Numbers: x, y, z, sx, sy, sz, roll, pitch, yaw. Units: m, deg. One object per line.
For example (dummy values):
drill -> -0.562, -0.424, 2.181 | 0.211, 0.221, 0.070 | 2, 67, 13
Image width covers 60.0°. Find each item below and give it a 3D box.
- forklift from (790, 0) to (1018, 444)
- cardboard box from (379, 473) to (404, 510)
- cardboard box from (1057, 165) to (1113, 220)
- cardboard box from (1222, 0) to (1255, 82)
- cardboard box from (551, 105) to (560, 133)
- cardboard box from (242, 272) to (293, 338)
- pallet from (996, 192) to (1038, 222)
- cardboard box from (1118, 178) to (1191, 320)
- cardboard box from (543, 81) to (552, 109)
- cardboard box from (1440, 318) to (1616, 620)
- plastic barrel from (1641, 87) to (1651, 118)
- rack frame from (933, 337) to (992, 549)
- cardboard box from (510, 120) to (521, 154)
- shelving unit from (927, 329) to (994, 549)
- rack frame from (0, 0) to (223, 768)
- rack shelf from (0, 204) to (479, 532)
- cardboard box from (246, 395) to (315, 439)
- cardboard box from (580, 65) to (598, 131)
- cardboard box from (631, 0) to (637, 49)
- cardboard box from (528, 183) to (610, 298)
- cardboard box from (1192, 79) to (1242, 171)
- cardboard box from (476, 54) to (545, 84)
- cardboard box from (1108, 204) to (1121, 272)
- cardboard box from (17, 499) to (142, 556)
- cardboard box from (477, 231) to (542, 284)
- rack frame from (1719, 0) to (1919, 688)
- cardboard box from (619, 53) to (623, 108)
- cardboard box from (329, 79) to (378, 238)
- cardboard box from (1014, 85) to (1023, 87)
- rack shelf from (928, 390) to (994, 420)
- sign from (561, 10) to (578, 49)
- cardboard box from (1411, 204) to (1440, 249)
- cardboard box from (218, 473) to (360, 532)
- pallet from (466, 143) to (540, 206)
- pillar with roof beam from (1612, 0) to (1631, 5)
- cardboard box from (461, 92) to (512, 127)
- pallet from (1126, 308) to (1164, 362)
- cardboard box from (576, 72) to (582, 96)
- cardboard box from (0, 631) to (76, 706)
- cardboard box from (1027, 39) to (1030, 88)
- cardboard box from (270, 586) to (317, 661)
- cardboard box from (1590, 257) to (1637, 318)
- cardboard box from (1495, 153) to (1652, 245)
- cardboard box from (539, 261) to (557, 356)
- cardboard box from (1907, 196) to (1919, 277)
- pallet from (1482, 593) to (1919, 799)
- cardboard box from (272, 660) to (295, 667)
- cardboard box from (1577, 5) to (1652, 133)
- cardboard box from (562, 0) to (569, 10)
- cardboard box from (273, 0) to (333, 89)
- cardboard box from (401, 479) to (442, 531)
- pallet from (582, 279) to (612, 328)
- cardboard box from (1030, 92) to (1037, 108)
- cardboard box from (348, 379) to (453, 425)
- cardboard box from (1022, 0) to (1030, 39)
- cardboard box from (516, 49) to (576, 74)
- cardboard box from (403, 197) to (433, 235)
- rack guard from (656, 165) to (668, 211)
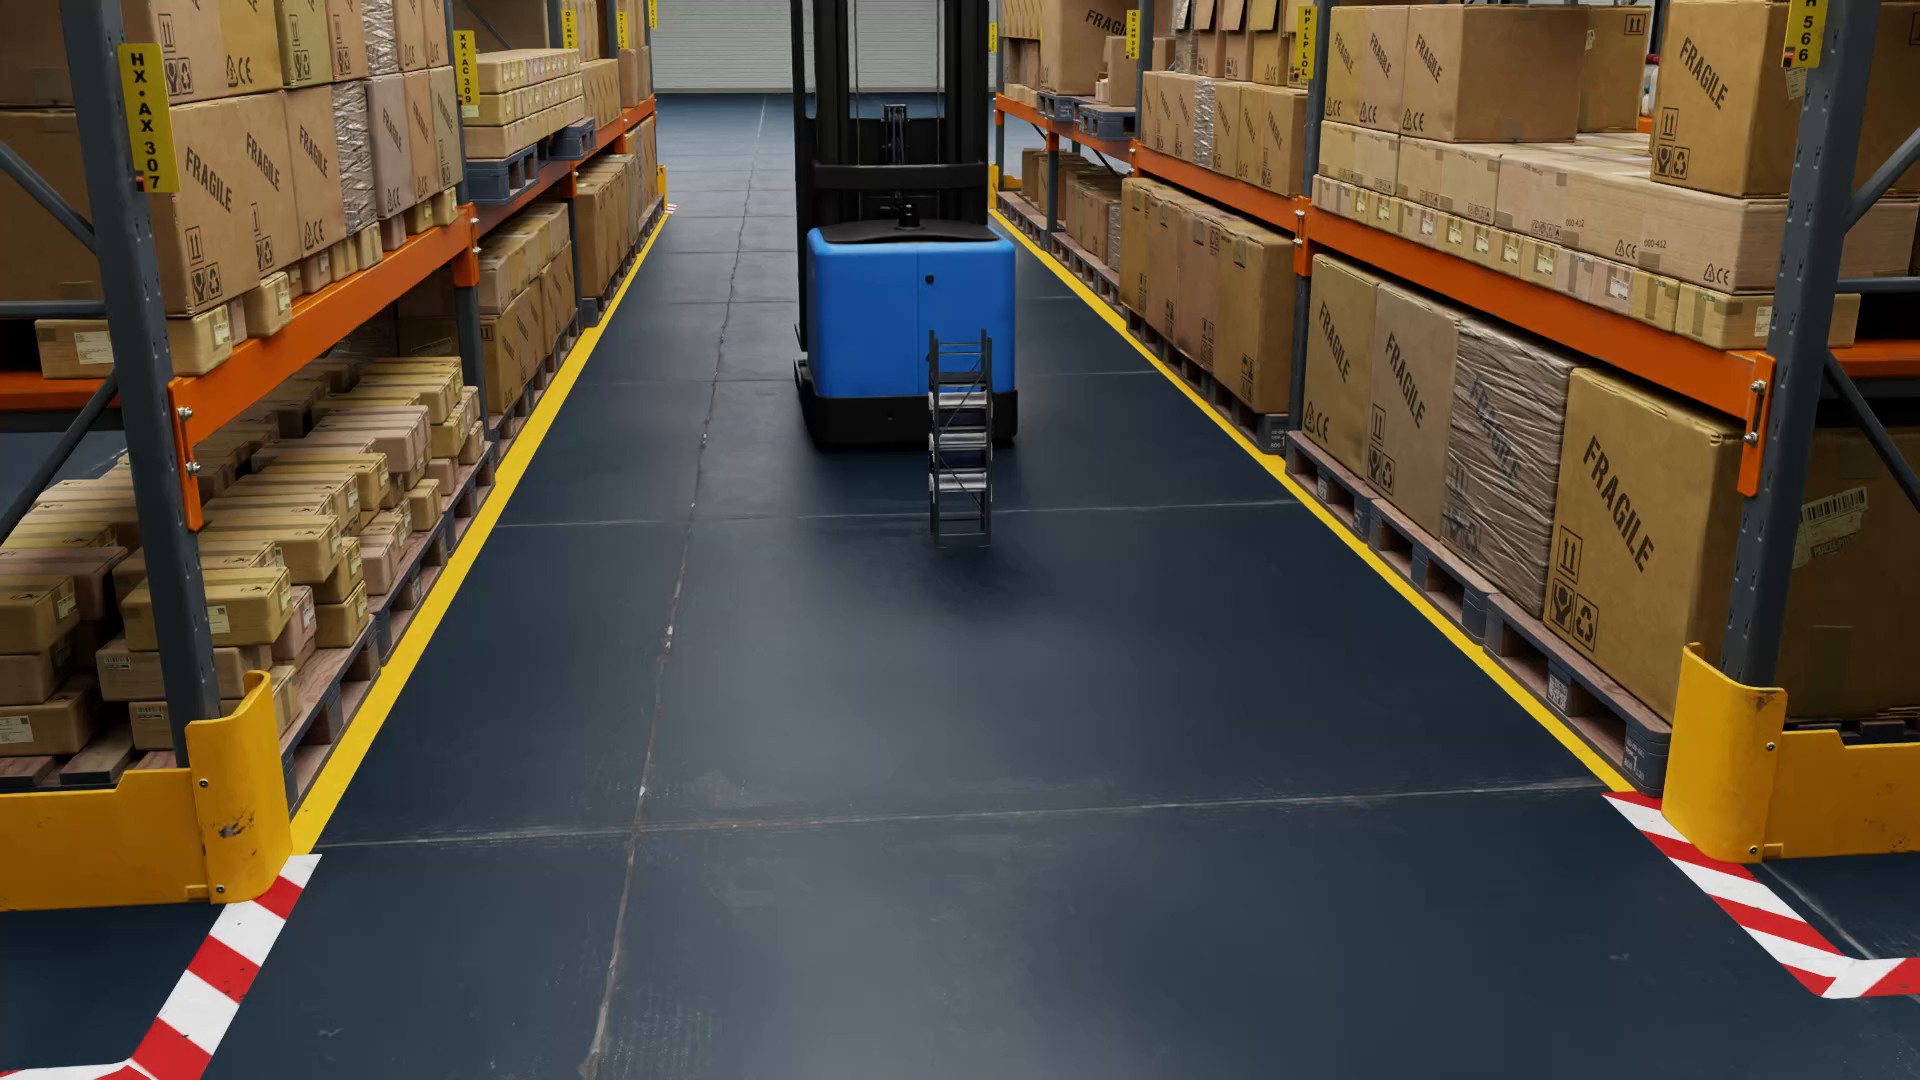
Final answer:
forklift -> -0.419, -2.287, 9.569 | 1.130, 2.935, 3.031 | -2, 18, -8
cardboard box -> -2.368, -0.216, 6.419 | 0.380, 0.149, 0.250 | -3, 18, -8
cardboard box -> 1.267, -3.516, 16.841 | 0.500, 0.500, 0.500 | 4, 18, 12
cardboard box -> 1.947, -2.940, 9.692 | 0.797, 0.503, 0.637 | -1, 17, -4
cardboard box -> -2.561, -2.468, 9.750 | 0.380, 0.149, 0.250 | -1, 17, -4
cardboard box -> -2.121, -0.662, 4.699 | 0.380, 0.149, 0.250 | -2, 18, -7
pallet -> 0.979, -3.813, 18.971 | 1.003, 0.211, 1.213 | -2, 18, -6
cardboard box -> 1.798, -2.006, 11.406 | 1.225, 0.875, 0.875 | -3, 18, -8
cardboard box -> -2.530, -2.531, 9.453 | 0.380, 0.149, 0.250 | -2, 18, -7
cardboard box -> 2.333, -0.288, 5.934 | 0.875, 0.875, 0.875 | -2, 18, -6
plastic barrel -> 6.245, -3.906, 14.841 | 0.301, 0.262, 0.301 | 0, 17, 0
rack frame -> 0.011, -0.397, 6.938 | 0.240, 0.900, 0.006 | -2, 18, -6
cardboard box -> -2.401, -2.006, 8.276 | 0.380, 0.149, 0.250 | -2, 17, -5
shelving unit -> 0.001, -0.427, 7.035 | 0.258, 0.900, 0.210 | -2, 18, -6
rack frame -> -2.371, -0.519, 3.823 | 1.000, 3.000, 0.127 | -2, 18, -6
rack shelf -> -2.578, -0.772, 5.829 | 1.077, 0.370, 4.000 | -2, 18, -6
cardboard box -> -2.860, -0.491, 6.800 | 0.380, 0.149, 0.250 | -2, 18, -7
cardboard box -> -3.081, -3.394, 12.814 | 0.500, 0.500, 0.500 | -2, 18, -6
cardboard box -> -3.767, -5.275, 16.919 | 0.875, 0.550, 0.500 | -2, 18, -6
cardboard box -> -3.170, -2.214, 12.276 | 1.050, 0.750, 0.750 | -2, 18, -6
cardboard box -> 1.688, -2.465, 9.855 | 0.500, 0.500, 0.500 | -2, 18, -5
cardboard box -> -2.501, -2.592, 9.151 | 0.380, 0.149, 0.250 | -1, 17, -4
cardboard box -> 1.589, -2.407, 13.275 | 0.700, 0.500, 0.500 | -3, 18, -10
cardboard box -> -2.763, -0.022, 5.305 | 0.380, 0.149, 0.250 | -2, 18, -8
cardboard box -> -2.703, -1.616, 9.535 | 0.500, 0.250, 0.500 | -1, 17, -4
rack frame -> 2.573, -0.642, 4.216 | 1.000, 3.000, 0.127 | -2, 18, -6
cardboard box -> -3.738, -4.439, 16.058 | 0.875, 0.550, 0.550 | -2, 18, -6
cardboard box -> -2.320, -1.308, 5.672 | 0.500, 0.500, 0.500 | -2, 18, -7
cardboard box -> 0.797, -4.899, 18.192 | 0.380, 0.149, 0.250 | -2, 18, -6
rack shelf -> 0.001, -0.567, 6.991 | 0.258, 0.077, 0.200 | -2, 18, -6
sign -> -2.658, -3.437, 11.316 | 0.100, 0.325, 0.005 | -2, 18, -6
cardboard box -> 1.994, -1.230, 6.506 | 0.380, 0.149, 0.250 | -2, 17, -5
cardboard box -> -2.261, -0.122, 5.622 | 0.380, 0.149, 0.250 | -1, 17, -3
pallet -> -2.718, -1.852, 8.388 | 1.003, 0.211, 1.213 | -2, 18, -6
pillar with roof beam -> 10.497, -13.779, 36.042 | 9.100, 9.000, 0.400 | -2, 18, -6
cardboard box -> -2.367, -2.065, 7.969 | 0.380, 0.149, 0.250 | -1, 17, -5
pallet -> 1.754, -1.458, 11.470 | 1.003, 0.211, 1.213 | -2, 18, -6
cardboard box -> -2.693, -2.992, 10.922 | 0.380, 0.149, 0.250 | -1, 17, -5
cardboard box -> -2.710, 0.350, 4.616 | 0.380, 0.149, 0.250 | -2, 18, -7
cardboard box -> 1.171, -4.989, 17.398 | 0.875, 0.500, 0.500 | -2, 18, -6
cardboard box -> -2.142, 0.251, 4.931 | 0.380, 0.149, 0.250 | -2, 18, -6
cardboard box -> 2.155, -0.771, 5.045 | 0.380, 0.149, 0.250 | -2, 18, -6
cardboard box -> 2.154, -1.152, 5.592 | 0.500, 0.250, 0.500 | -2, 18, -8
cardboard box -> -2.748, -1.411, 10.135 | 0.500, 0.500, 0.500 | -3, 18, -8
cardboard box -> 2.792, -0.864, 4.676 | 0.500, 0.250, 0.500 | -2, 18, -7
pallet -> 2.412, 0.452, 5.384 | 1.003, 0.211, 1.213 | -2, 18, -6
cardboard box -> -2.215, 0.399, 4.957 | 0.380, 0.149, 0.250 | -2, 18, -6
cardboard box -> 2.521, -1.984, 6.991 | 0.500, 0.500, 0.500 | -2, 18, -5
cardboard box -> -3.341, -3.865, 12.644 | 0.700, 0.500, 0.500 | -2, 18, -6
cardboard box -> -2.243, -1.634, 5.040 | 0.500, 0.500, 0.500 | -2, 18, -7
cardboard box -> -2.298, -0.137, 6.663 | 0.380, 0.149, 0.250 | -2, 18, -6
pallet -> -3.203, -1.810, 12.589 | 1.003, 0.211, 1.213 | -2, 18, -6
cardboard box -> 0.901, -4.375, 16.524 | 0.380, 0.149, 0.250 | -2, 18, -6
cardboard box -> -2.390, -0.588, 7.108 | 0.380, 0.149, 0.250 | -2, 18, -6
cardboard box -> 0.911, -5.308, 16.743 | 0.500, 0.500, 0.500 | -2, 18, -6
cardboard box -> -2.666, -3.060, 10.643 | 0.380, 0.149, 0.250 | -2, 18, -6
cardboard box -> -2.418, -1.358, 6.916 | 0.380, 0.149, 0.250 | -1, 17, -3
rack guard -> -4.024, -4.101, 19.405 | 1.175, 0.500, 0.348 | -2, 18, -6
